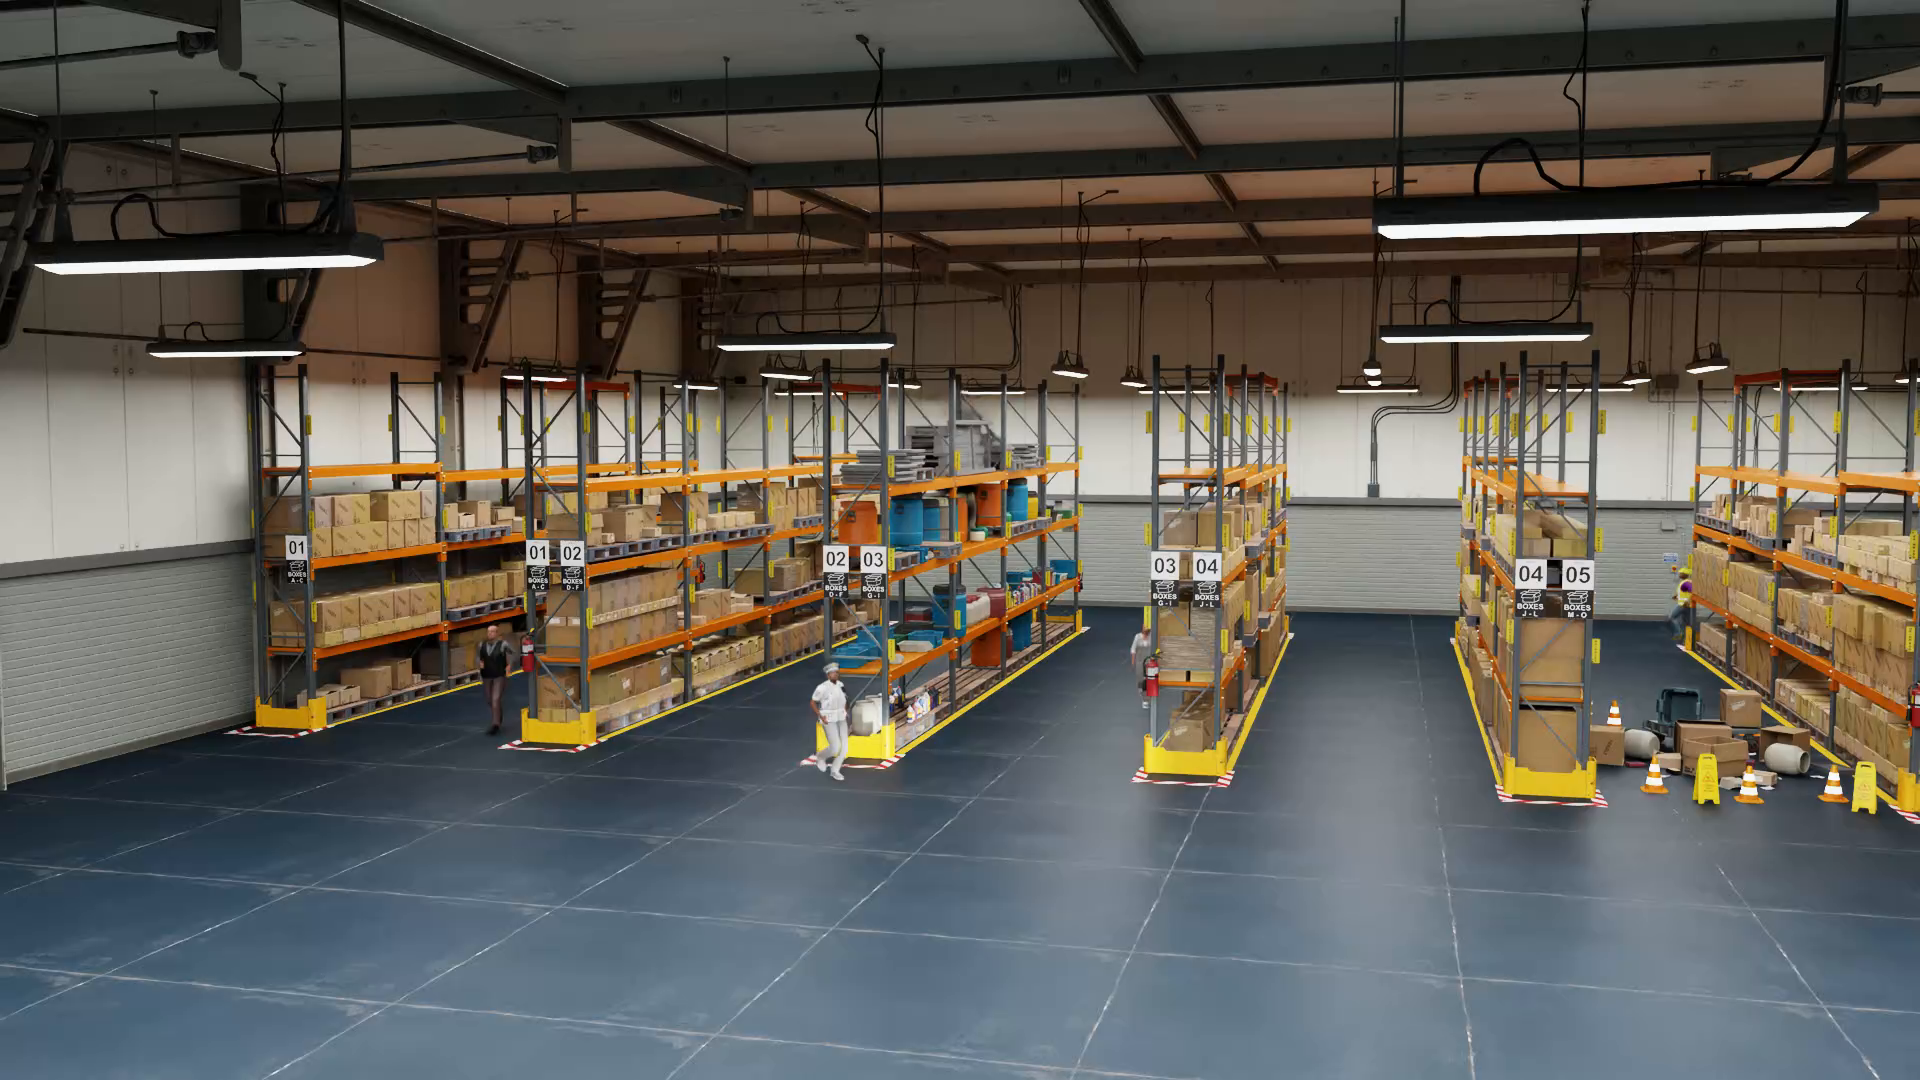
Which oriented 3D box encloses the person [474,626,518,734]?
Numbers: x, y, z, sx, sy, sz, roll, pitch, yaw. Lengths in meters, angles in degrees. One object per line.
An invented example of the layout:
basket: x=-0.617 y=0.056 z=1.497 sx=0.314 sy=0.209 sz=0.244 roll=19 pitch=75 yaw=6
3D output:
person: x=-7.611 y=2.246 z=27.156 sx=0.695 sy=1.710 sz=0.970 roll=0 pitch=4 yaw=7

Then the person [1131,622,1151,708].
person: x=3.298 y=2.201 z=29.575 sx=0.520 sy=1.553 sz=0.576 roll=0 pitch=4 yaw=7

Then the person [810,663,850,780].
person: x=-1.816 y=2.561 z=23.587 sx=0.593 sy=1.656 sz=0.526 roll=-3 pitch=5 yaw=-39

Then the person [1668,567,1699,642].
person: x=16.693 y=1.507 z=38.310 sx=0.680 sy=1.773 sz=0.763 roll=2 pitch=5 yaw=30
